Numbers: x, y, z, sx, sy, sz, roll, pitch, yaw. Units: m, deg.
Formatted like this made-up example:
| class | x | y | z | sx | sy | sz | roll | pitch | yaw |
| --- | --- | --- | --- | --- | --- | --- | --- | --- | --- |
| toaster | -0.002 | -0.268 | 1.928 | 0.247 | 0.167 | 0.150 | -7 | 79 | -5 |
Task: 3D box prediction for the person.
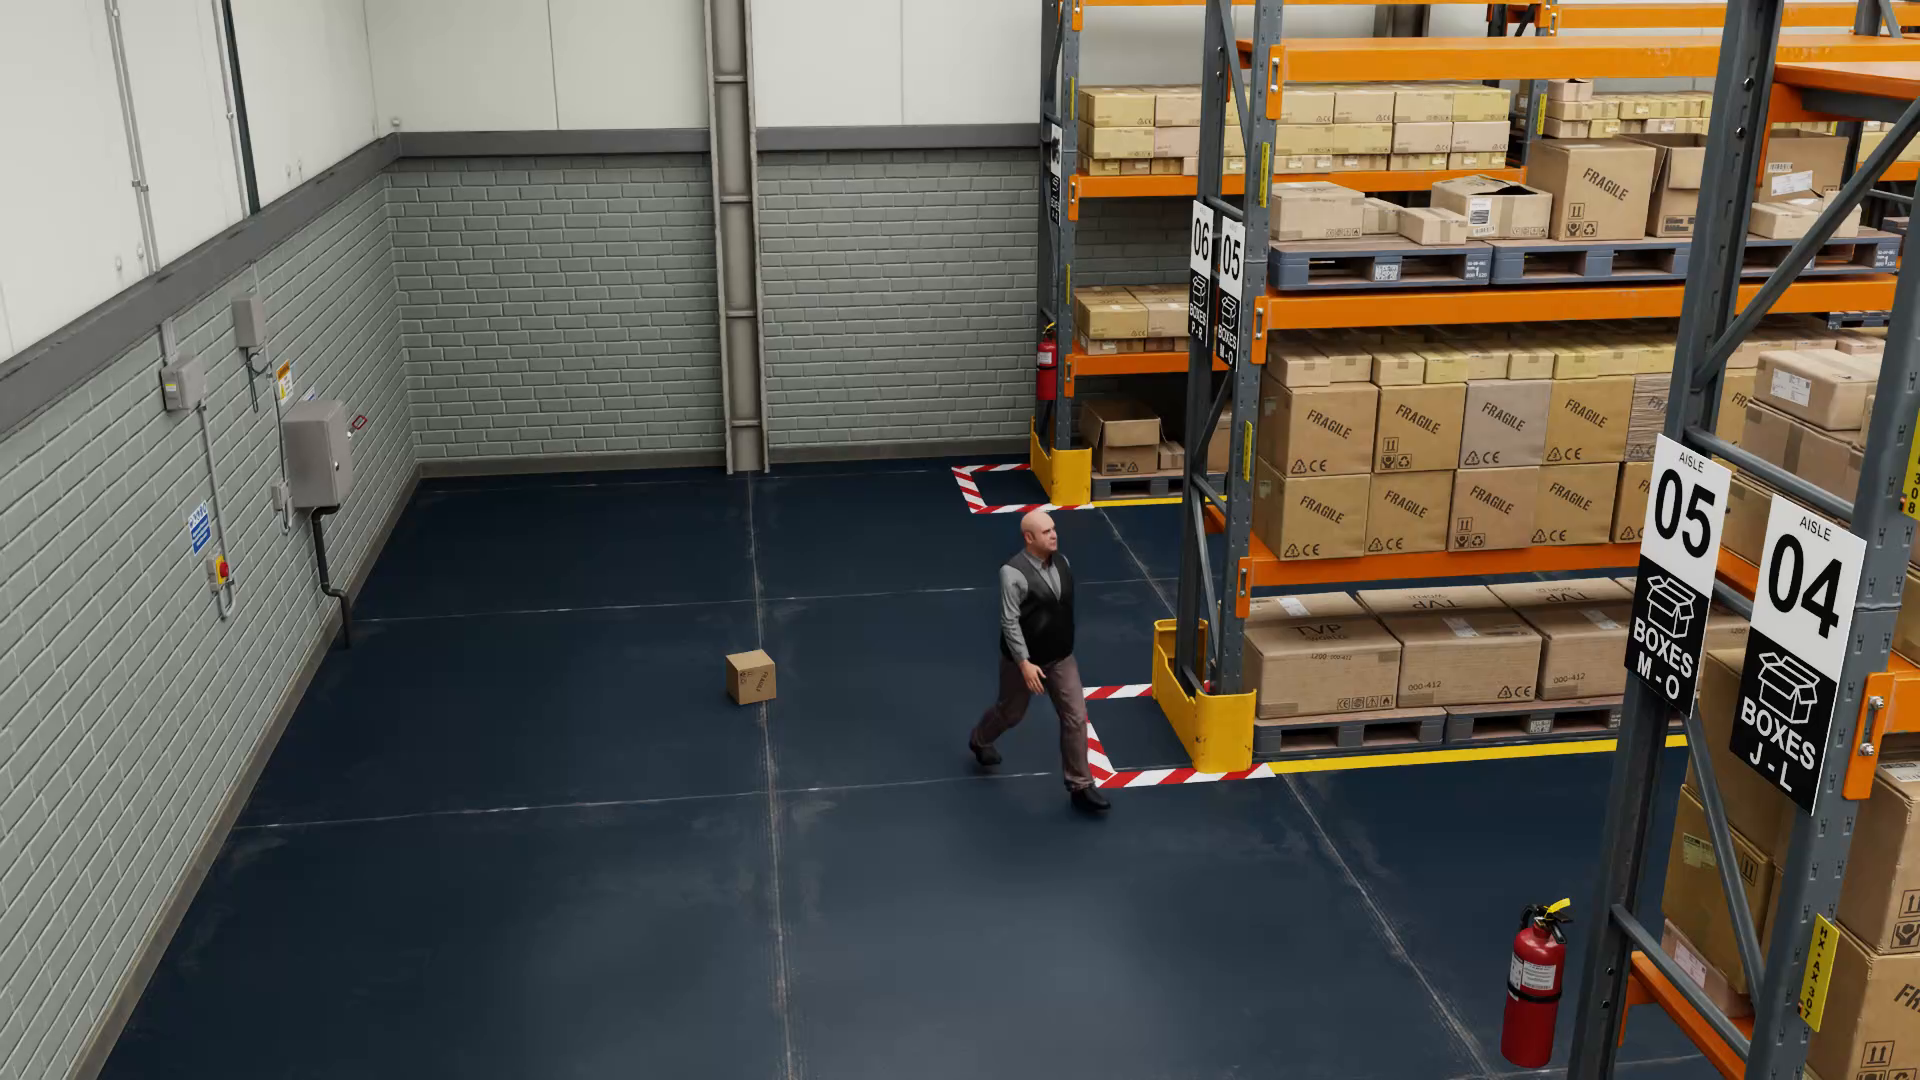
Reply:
| class | x | y | z | sx | sy | sz | roll | pitch | yaw |
| --- | --- | --- | --- | --- | --- | --- | --- | --- | --- |
| person | 0.440 | 0.646 | 9.326 | 0.540 | 1.676 | 1.044 | -14 | 24 | -34 |
